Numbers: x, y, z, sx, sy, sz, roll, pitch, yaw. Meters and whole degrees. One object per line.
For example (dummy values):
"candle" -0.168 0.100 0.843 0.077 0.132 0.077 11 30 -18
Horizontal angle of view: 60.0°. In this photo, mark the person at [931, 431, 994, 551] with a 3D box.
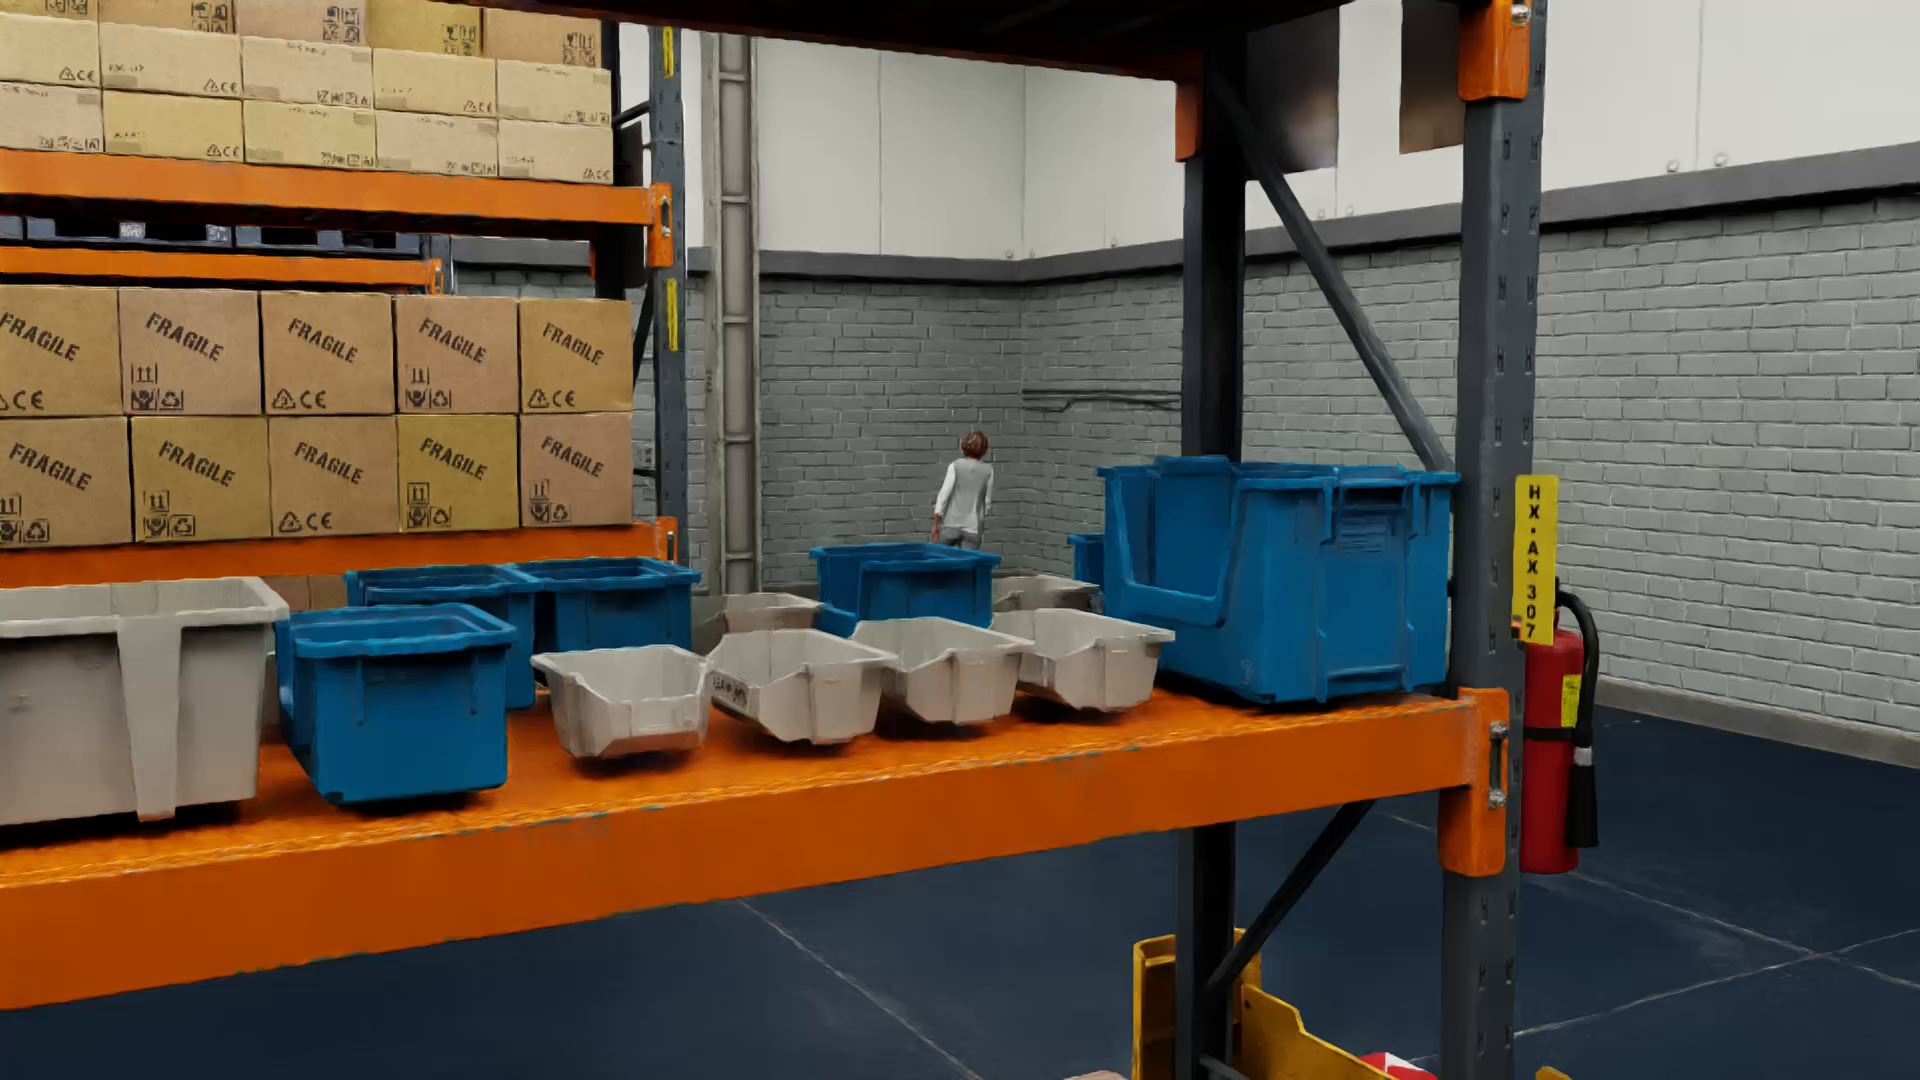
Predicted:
"person" -0.038 -0.039 12.890 0.612 1.509 0.449 -1 5 -9
